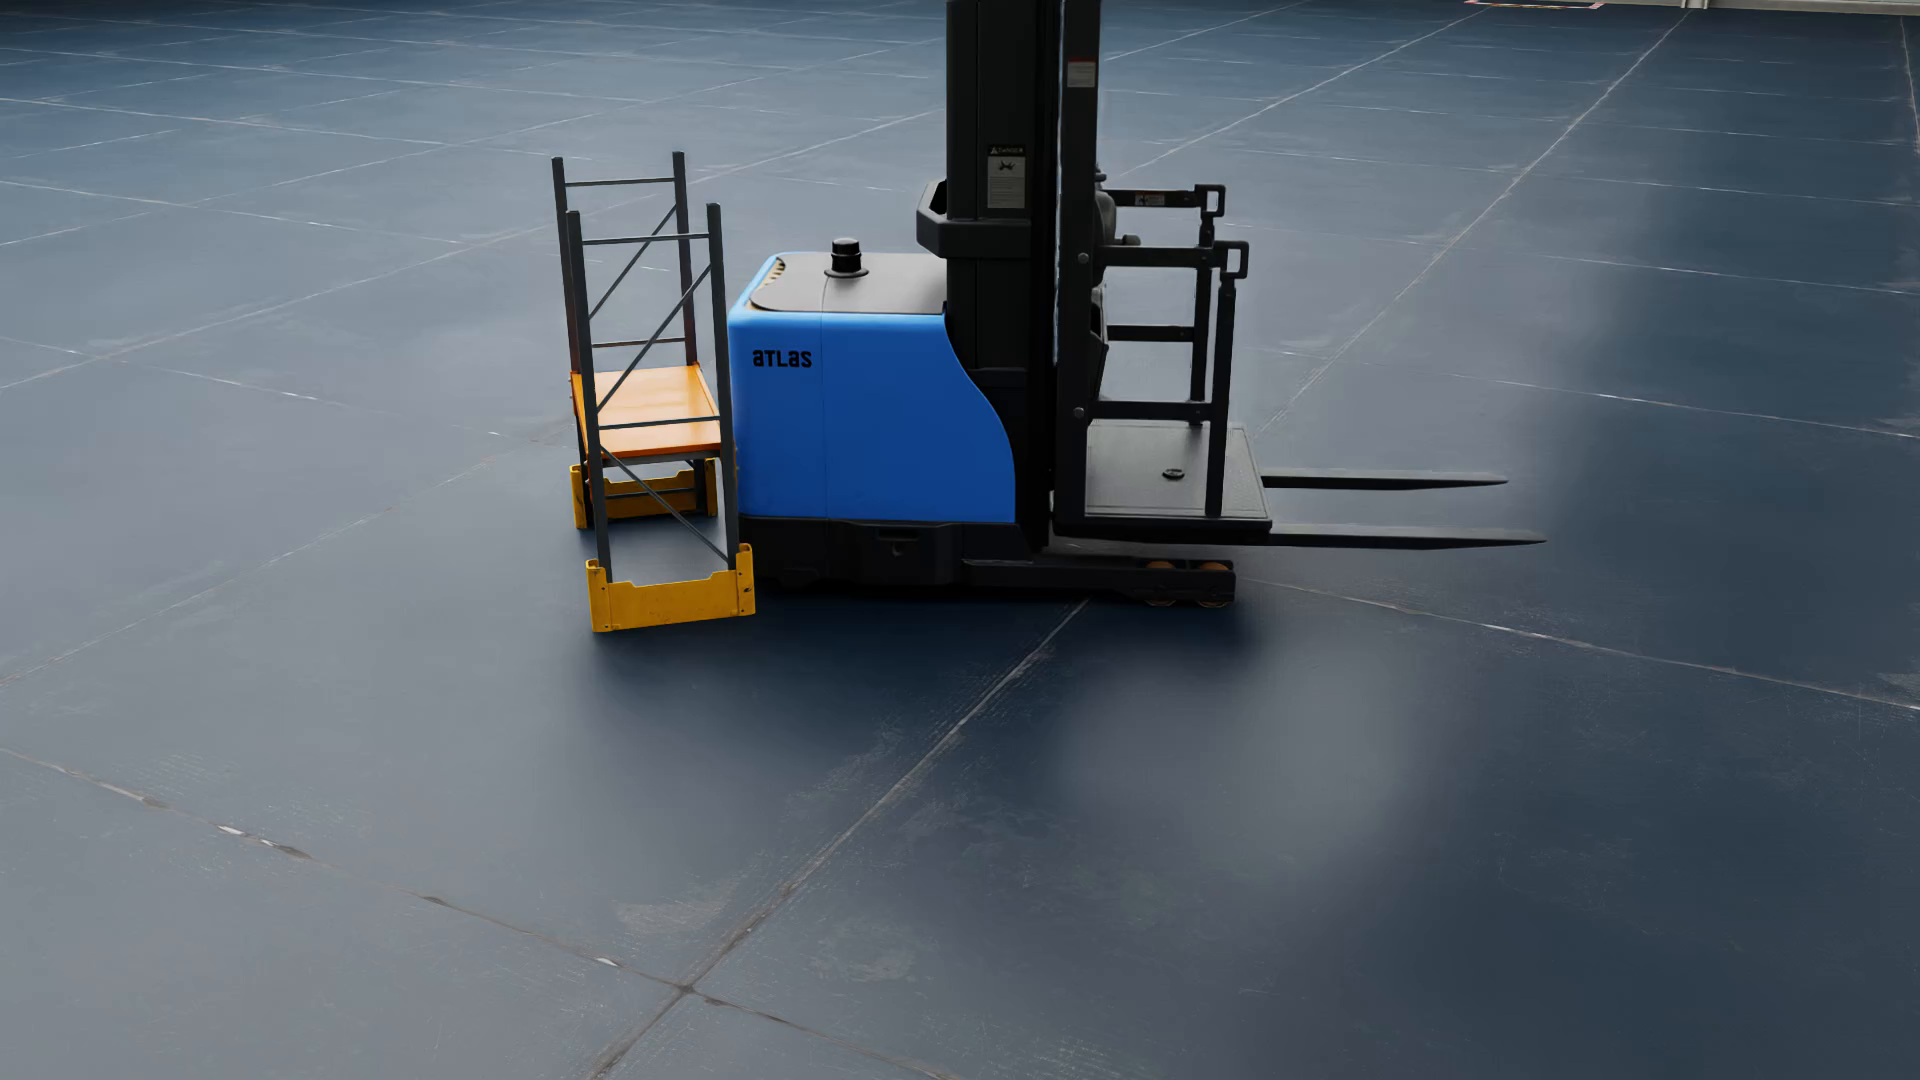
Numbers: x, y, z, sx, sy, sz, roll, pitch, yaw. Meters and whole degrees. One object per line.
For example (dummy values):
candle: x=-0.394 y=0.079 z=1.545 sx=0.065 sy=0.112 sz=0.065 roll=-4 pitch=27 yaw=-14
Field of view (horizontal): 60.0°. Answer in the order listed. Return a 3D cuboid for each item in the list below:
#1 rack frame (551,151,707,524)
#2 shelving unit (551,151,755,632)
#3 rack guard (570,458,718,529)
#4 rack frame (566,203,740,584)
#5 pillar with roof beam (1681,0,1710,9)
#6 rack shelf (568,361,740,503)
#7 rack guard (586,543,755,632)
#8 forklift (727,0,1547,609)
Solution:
rack frame: x=6.349 y=0.552 z=3.134 sx=13.265 sy=1.800 sz=11.374 roll=-6 pitch=24 yaw=-14
shelving unit: x=6.327 y=0.553 z=3.132 sx=13.309 sy=1.800 sz=11.382 roll=-6 pitch=24 yaw=-14
rack guard: x=-1.305 y=-0.204 z=6.892 sx=0.587 sy=0.250 sz=0.087 roll=-6 pitch=24 yaw=-14
rack frame: x=-1.040 y=-0.403 z=5.763 sx=0.500 sy=1.500 sz=0.032 roll=-6 pitch=24 yaw=-14
pillar with roof beam: x=10.102 y=-11.368 z=21.964 sx=0.400 sy=9.000 sz=9.100 roll=11 pitch=25 yaw=25
rack shelf: x=-1.175 y=-0.429 z=6.284 sx=0.538 sy=0.185 sz=1.000 roll=-6 pitch=24 yaw=-14
rack guard: x=-1.041 y=0.172 z=6.009 sx=0.587 sy=0.250 sz=0.087 roll=-6 pitch=24 yaw=-14
forklift: x=0.687 y=-1.312 z=6.070 sx=3.031 sy=2.935 sz=1.130 roll=1 pitch=23 yaw=4
